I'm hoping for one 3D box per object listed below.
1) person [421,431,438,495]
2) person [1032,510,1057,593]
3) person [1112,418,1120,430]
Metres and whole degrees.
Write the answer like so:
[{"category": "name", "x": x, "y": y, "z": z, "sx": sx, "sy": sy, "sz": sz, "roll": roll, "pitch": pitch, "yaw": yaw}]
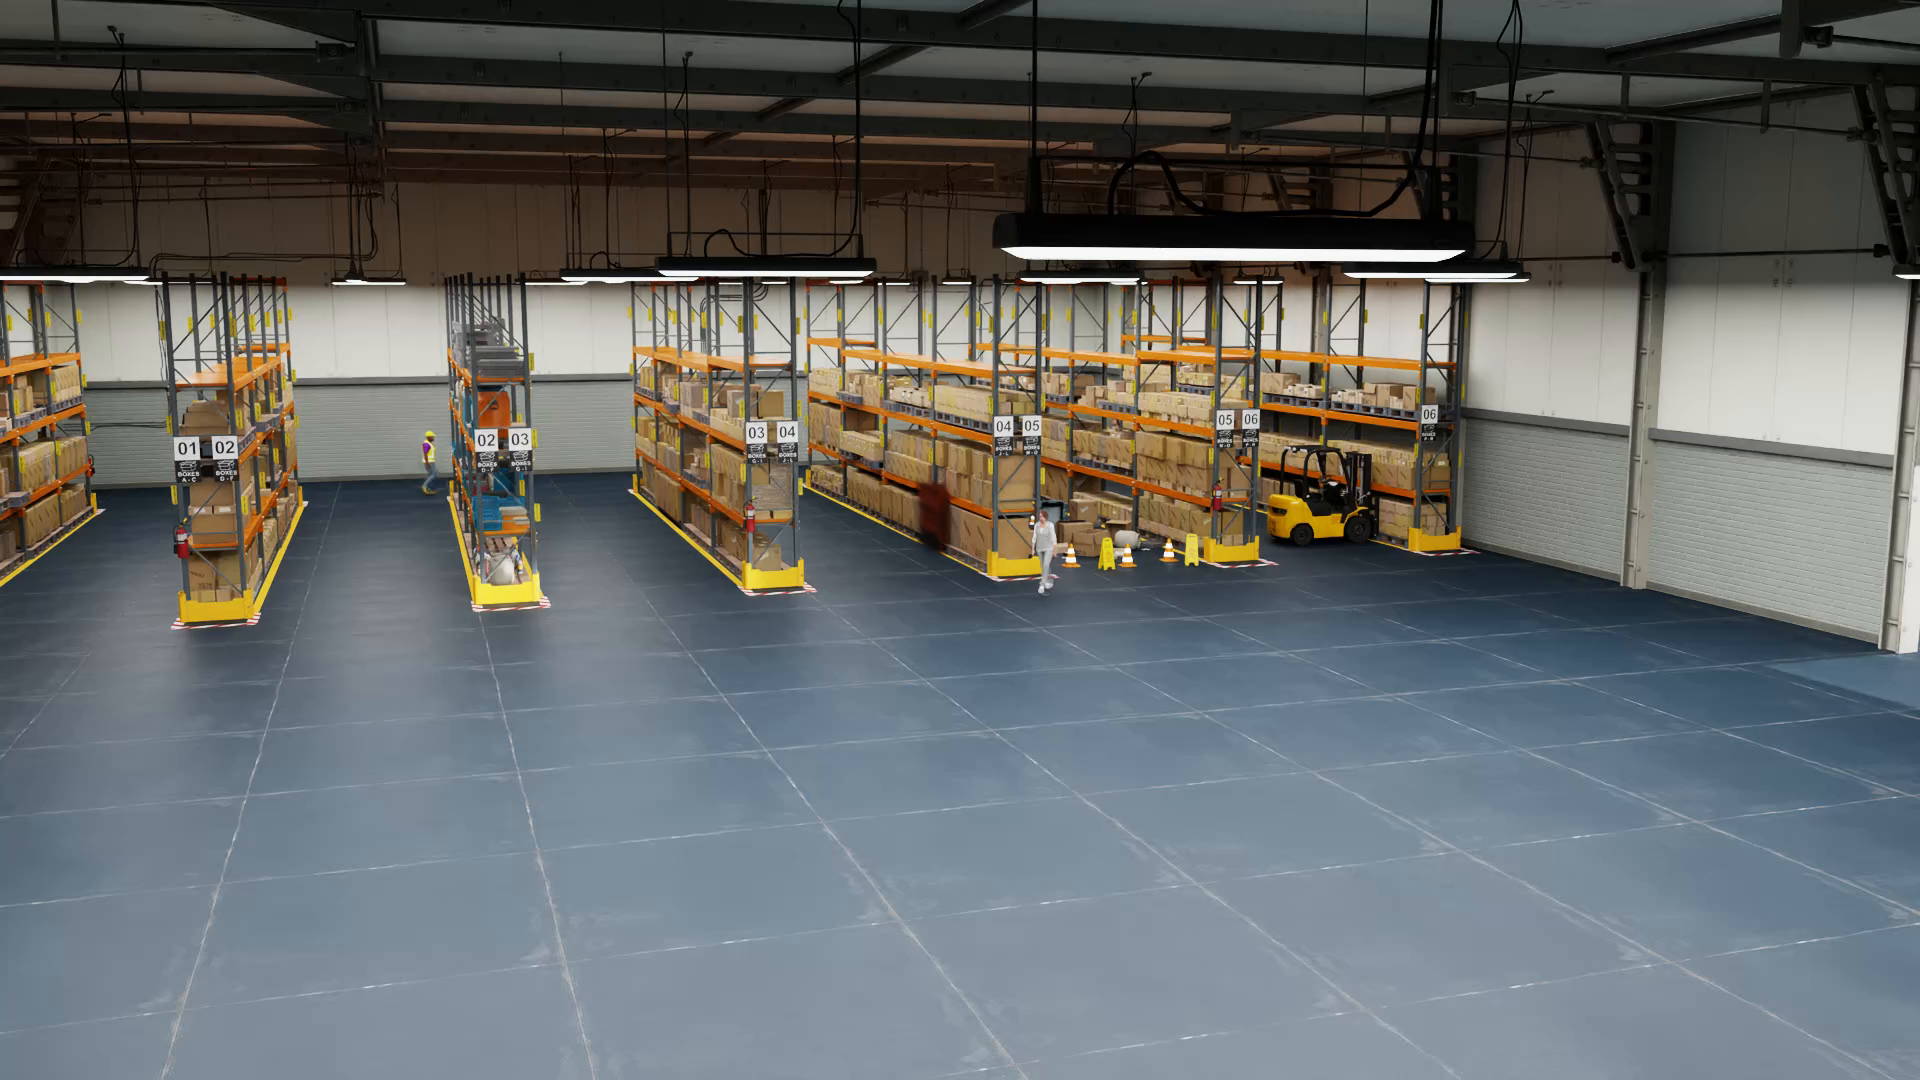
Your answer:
[{"category": "person", "x": -14.804, "y": -2.151, "z": 46.331, "sx": 0.478, "sy": 1.764, "sz": 0.603, "roll": -3, "pitch": 9, "yaw": -19}, {"category": "person", "x": 1.574, "y": 0.200, "z": 31.469, "sx": 0.438, "sy": 1.552, "sz": 0.916, "roll": 5, "pitch": 10, "yaw": 31}, {"category": "person", "x": 5.077, "y": -3.065, "z": 52.765, "sx": 0.594, "sy": 1.657, "sz": 0.457, "roll": -3, "pitch": 9, "yaw": -19}]
